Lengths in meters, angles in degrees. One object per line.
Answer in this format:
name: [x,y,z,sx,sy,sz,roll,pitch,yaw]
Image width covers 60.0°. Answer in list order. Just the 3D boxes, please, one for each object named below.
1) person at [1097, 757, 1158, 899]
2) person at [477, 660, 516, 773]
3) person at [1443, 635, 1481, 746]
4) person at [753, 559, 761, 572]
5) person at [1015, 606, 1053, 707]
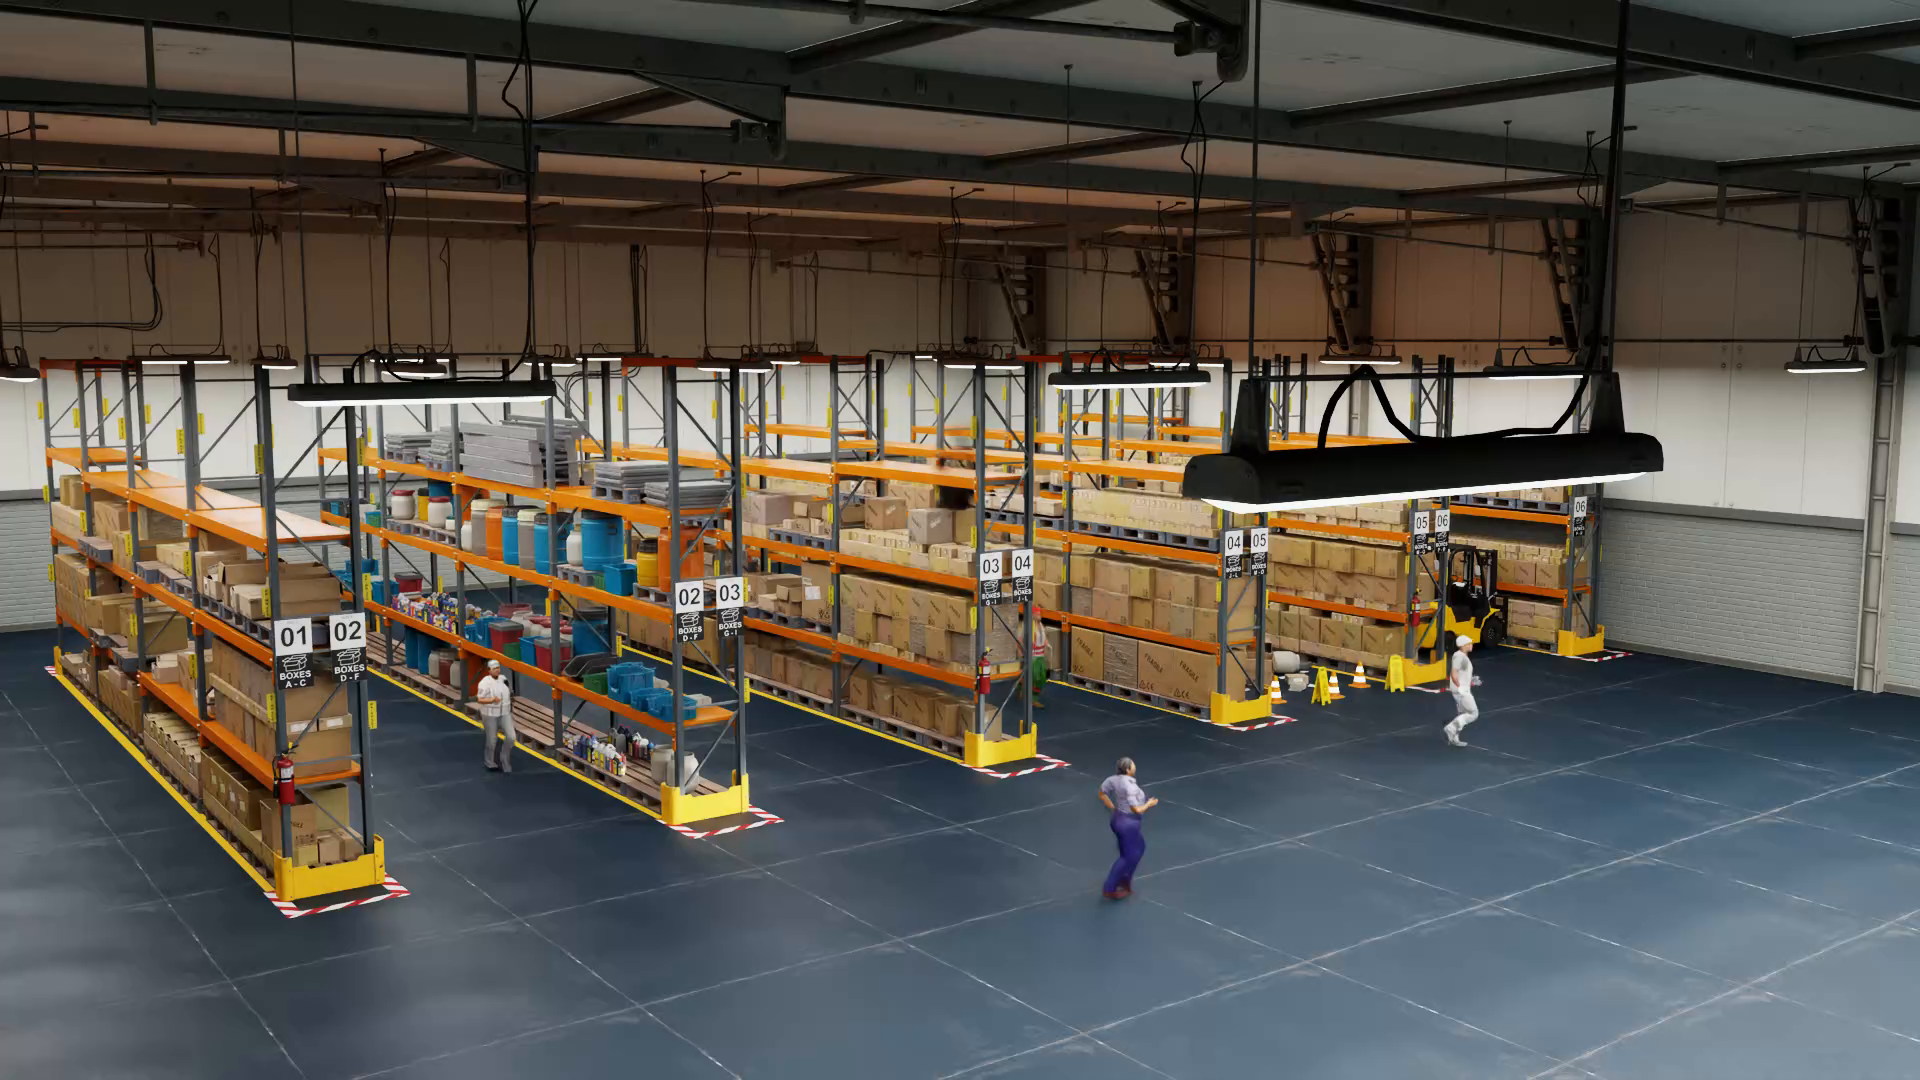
person: [1.908,3.271,18.865,0.661,1.676,0.586,-2,7,-17]
person: [-6.783,2.596,24.402,0.586,1.695,0.661,-5,9,-38]
person: [7.854,2.350,25.958,0.584,1.749,0.669,1,7,10]
person: [-4.131,1.305,34.694,0.640,1.835,0.726,-6,9,-41]
person: [1.273,2.011,28.823,0.592,1.754,0.677,6,9,42]
